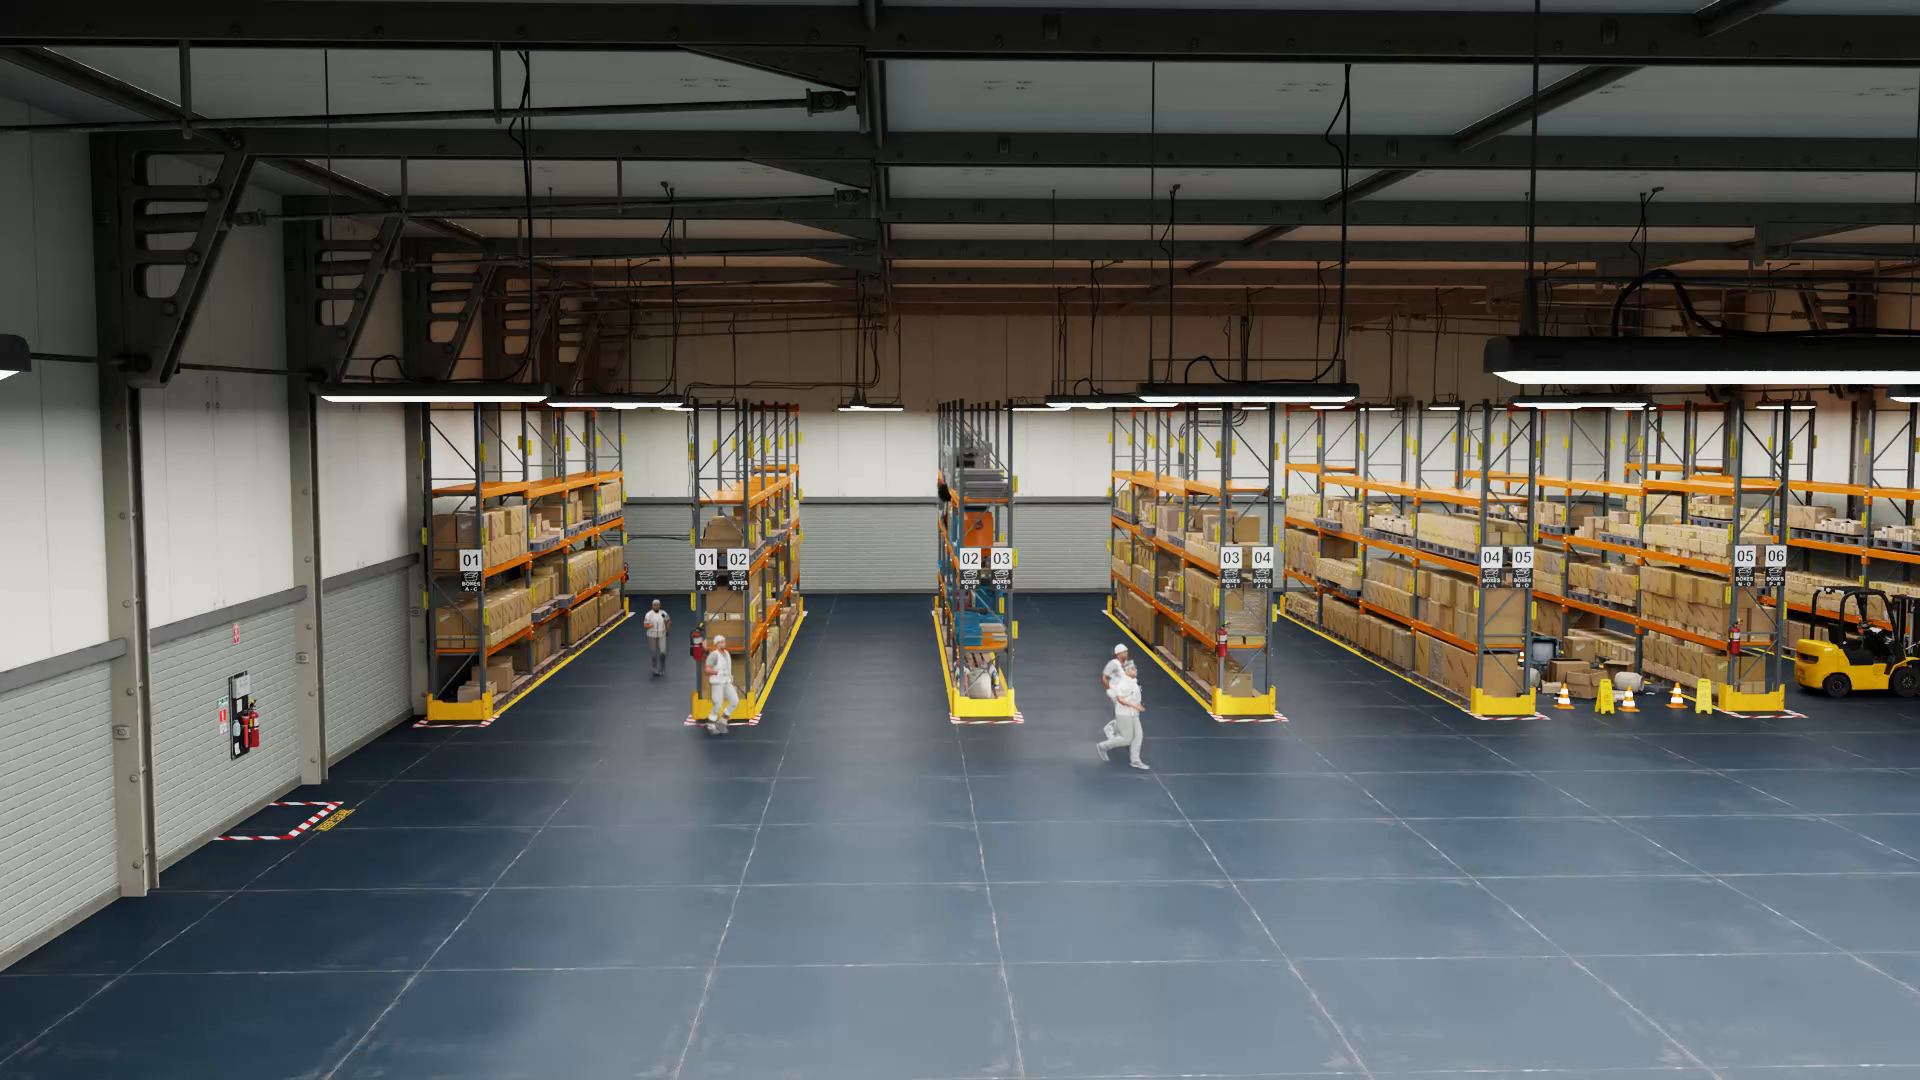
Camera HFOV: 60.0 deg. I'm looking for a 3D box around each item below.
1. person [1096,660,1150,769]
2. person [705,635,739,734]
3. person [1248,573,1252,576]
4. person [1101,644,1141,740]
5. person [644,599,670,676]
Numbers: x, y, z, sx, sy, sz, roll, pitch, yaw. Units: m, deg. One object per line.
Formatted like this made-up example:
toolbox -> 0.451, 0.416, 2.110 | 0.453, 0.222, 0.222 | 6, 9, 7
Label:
person -> 2.668, 2.811, 26.941 | 0.844, 1.786, 0.670 | 2, 5, 22
person -> -4.225, 2.581, 29.640 | 0.586, 1.774, 0.666 | 3, 5, 36
person -> 8.056, 1.504, 46.118 | 0.543, 1.516, 0.888 | 1, 4, 9
person -> 2.803, 2.667, 28.721 | 0.581, 1.743, 0.690 | 2, 5, 29
person -> -6.607, 2.147, 36.335 | 0.586, 1.695, 0.661 | -1, 4, -13
